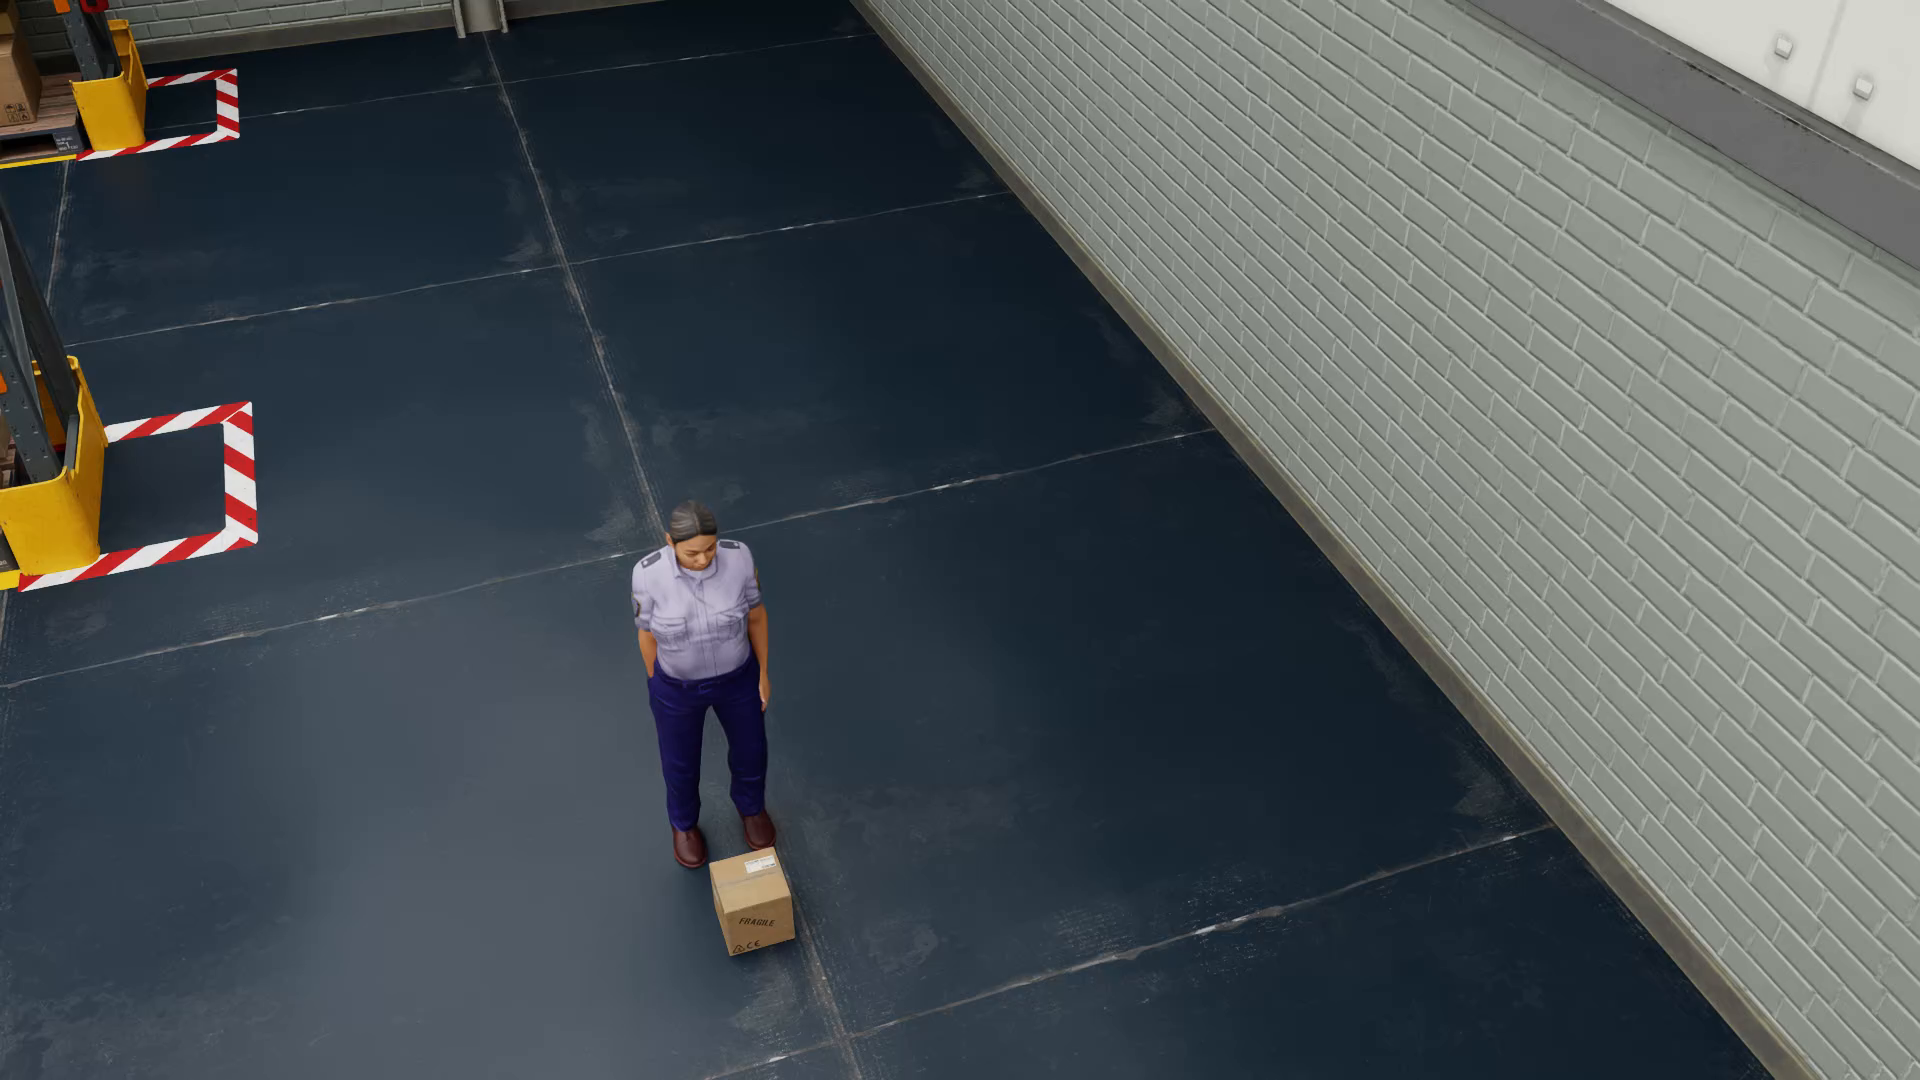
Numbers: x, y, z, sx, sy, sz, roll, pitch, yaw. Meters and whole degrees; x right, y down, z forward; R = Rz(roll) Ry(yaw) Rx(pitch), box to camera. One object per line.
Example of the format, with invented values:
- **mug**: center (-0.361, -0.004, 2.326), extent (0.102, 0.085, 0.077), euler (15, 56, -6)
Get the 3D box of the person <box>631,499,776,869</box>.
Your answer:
- **person**: center (-0.920, 0.520, 6.141), extent (0.473, 1.643, 0.340), euler (-12, 40, -15)
